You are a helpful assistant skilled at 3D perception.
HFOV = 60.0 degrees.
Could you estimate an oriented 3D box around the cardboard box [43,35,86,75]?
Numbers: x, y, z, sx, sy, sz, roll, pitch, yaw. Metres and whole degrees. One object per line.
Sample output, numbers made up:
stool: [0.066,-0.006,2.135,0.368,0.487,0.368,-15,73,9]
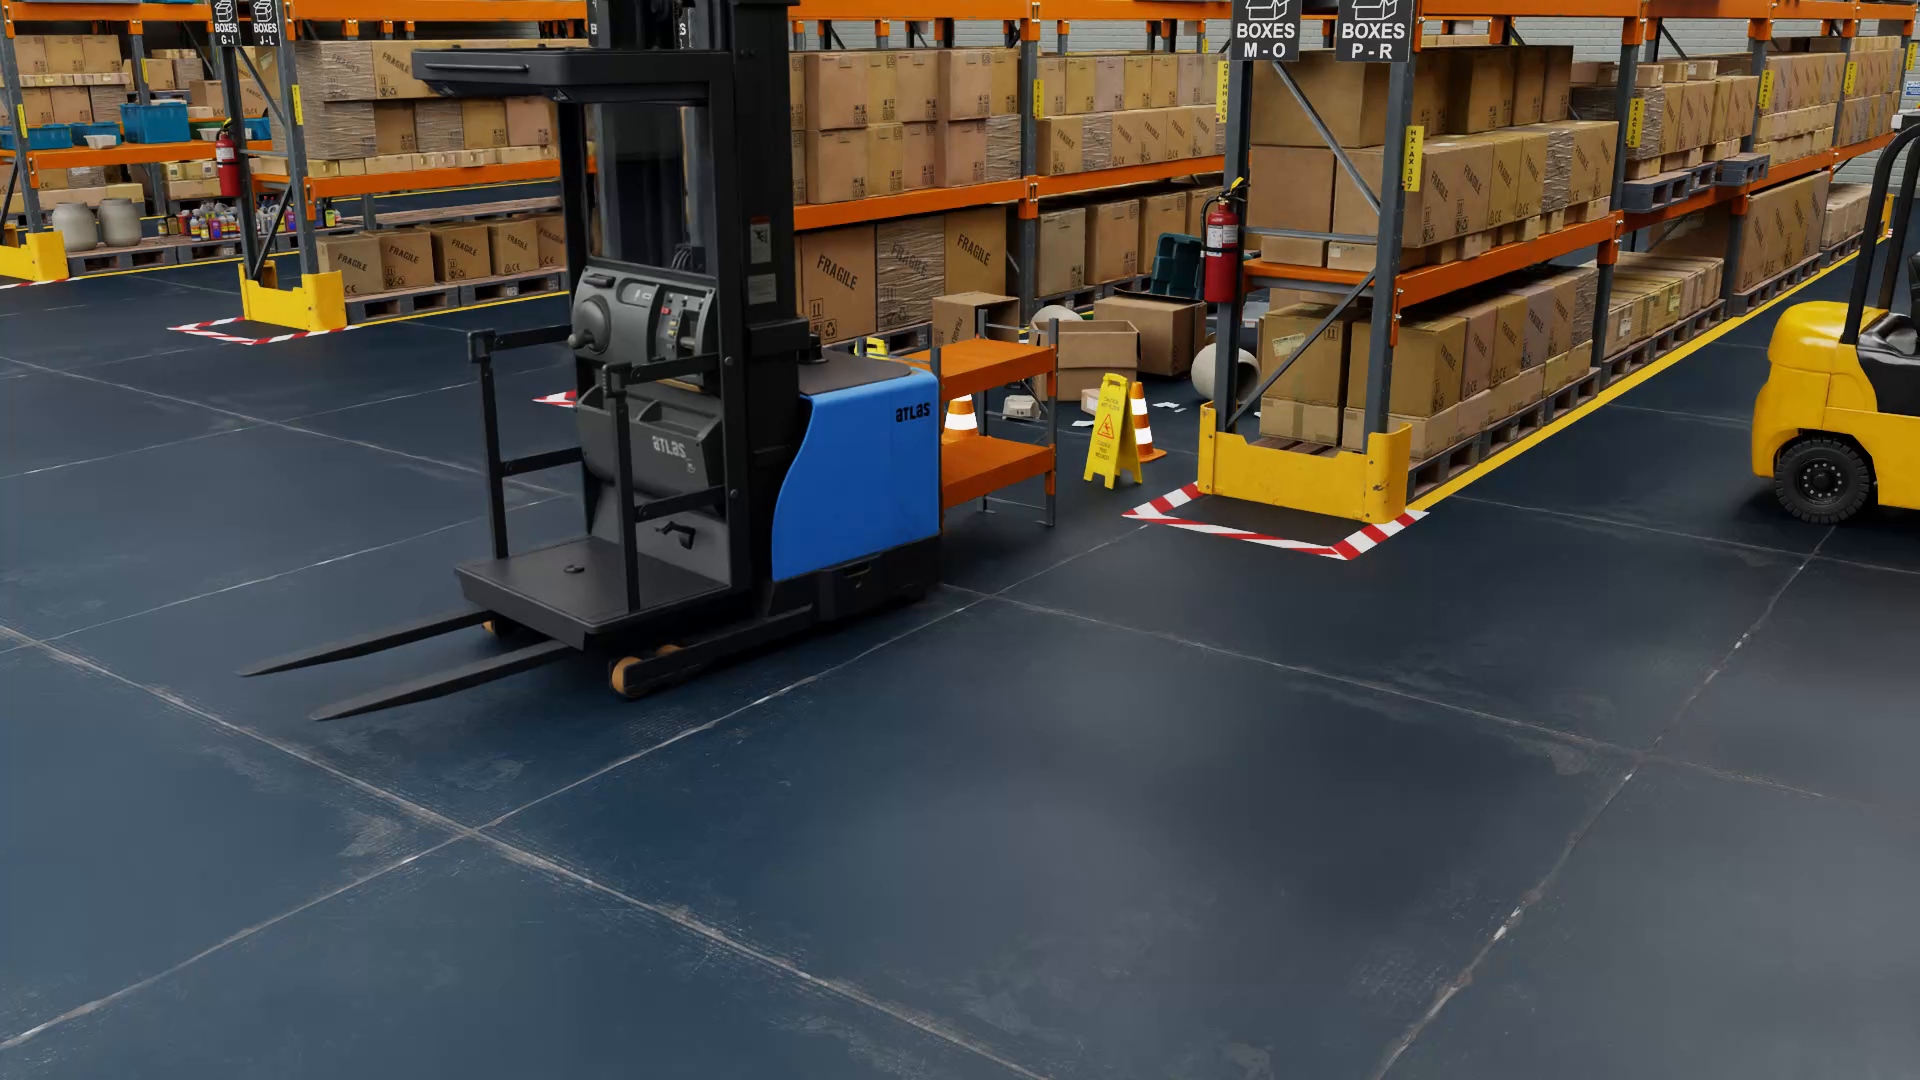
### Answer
cardboard box: [-12.208,-6.532,22.364,0.700,0.500,0.500,12,21,35]

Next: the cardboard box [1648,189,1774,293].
cardboard box: [7.125,-2.878,15.827,0.875,0.875,0.875,12,21,34]

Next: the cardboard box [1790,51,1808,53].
cardboard box: [9.090,-5.181,18.516,0.500,0.500,0.500,12,21,34]

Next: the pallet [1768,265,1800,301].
pallet: [7.905,-2.674,16.999,1.003,0.211,1.213,12,21,35]

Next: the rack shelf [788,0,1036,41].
rack shelf: [-0.964,-4.053,12.891,1.077,0.370,4.000,12,21,35]

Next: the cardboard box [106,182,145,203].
cardboard box: [-11.750,-4.830,23.169,0.500,0.250,0.500,12,21,35]

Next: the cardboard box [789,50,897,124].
cardboard box: [-0.995,-3.562,13.083,0.875,0.550,0.500,12,21,35]

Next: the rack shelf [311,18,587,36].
rack shelf: [-6.481,-6.781,21.677,1.077,0.370,4.000,12,21,35]

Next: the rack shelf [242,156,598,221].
rack shelf: [-4.887,-3.521,16.236,1.077,0.370,4.000,12,21,35]

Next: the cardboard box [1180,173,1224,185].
cardboard box: [2.808,-3.967,18.702,0.500,0.250,0.500,12,21,33]

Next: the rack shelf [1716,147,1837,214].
rack shelf: [7.839,-3.675,16.733,1.077,0.370,4.000,12,21,35]

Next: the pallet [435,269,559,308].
pallet: [-4.793,-2.551,16.602,1.003,0.211,1.213,12,21,35]

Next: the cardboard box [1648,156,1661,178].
cardboard box: [5.003,-2.804,12.430,0.380,0.149,0.250,13,21,36]

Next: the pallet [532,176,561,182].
pallet: [-7.336,-6.465,29.207,1.003,0.211,1.213,12,21,35]

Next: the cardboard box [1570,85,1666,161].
cardboard box: [4.773,-3.041,12.099,0.500,0.500,0.500,13,22,36]

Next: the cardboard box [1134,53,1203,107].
cardboard box: [2.036,-4.692,16.941,0.700,0.500,0.500,12,21,34]

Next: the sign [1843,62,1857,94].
sign: [9.472,-4.916,17.699,0.100,0.325,0.005,12,21,35]

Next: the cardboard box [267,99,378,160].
cardboard box: [-5.729,-3.704,14.943,0.875,0.500,0.500,12,21,35]

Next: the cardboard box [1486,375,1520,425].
cardboard box: [3.208,-0.920,10.576,0.500,0.250,0.500,14,22,38]

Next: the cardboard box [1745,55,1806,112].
cardboard box: [7.746,-4.382,15.942,0.500,0.500,0.500,13,22,36]

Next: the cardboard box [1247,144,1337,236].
cardboard box: [1.982,-2.004,9.470,0.500,0.500,0.500,12,21,34]

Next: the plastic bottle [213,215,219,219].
plastic bottle: [-8.841,-3.769,19.800,0.097,0.201,0.097,0,17,0]

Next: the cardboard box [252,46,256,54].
cardboard box: [-12.449,-8.667,29.628,0.500,0.250,0.500,12,21,34]

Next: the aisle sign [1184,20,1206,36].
aisle sign: [3.739,-8.404,26.366,0.394,0.787,0.004,12,21,35]

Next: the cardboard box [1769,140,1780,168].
cardboard box: [7.432,-3.668,15.750,0.500,0.250,0.500,12,21,33]

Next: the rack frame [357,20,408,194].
rack frame: [-9.265,-7.045,26.371,1.000,3.000,0.127,12,21,35]

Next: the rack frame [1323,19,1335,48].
rack frame: [4.995,-5.345,20.899,1.000,3.000,0.127,12,21,35]

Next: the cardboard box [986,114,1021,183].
cardboard box: [0.018,-3.422,14.451,0.875,0.550,0.550,12,21,35]

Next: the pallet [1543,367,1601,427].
pallet: [3.892,-1.091,11.902,1.003,0.211,1.213,12,21,35]

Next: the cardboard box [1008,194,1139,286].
cardboard box: [1.103,-2.959,16.300,1.050,0.750,0.750,12,21,35]

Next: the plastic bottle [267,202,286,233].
plastic bottle: [-8.132,-3.834,19.756,0.144,0.351,0.185,12,21,34]

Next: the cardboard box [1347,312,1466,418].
cardboard box: [2.597,-1.031,9.670,0.500,0.500,0.500,12,21,33]

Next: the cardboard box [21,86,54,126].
cardboard box: [-12.519,-5.787,22.154,0.700,0.500,0.500,13,21,35]

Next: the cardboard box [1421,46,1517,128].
cardboard box: [3.184,-2.958,10.854,0.700,0.500,0.500,12,21,33]

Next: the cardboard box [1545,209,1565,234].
cardboard box: [3.714,-2.096,10.860,0.380,0.149,0.250,12,21,34]

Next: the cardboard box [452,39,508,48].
cardboard box: [-4.639,-4.495,15.806,0.500,0.500,0.500,12,21,35]

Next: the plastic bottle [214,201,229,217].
plastic bottle: [-8.853,-3.896,19.955,0.144,0.351,0.185,12,21,34]

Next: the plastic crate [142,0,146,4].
plastic crate: [-9.162,-6.195,18.605,0.392,0.384,0.575,12,21,35]

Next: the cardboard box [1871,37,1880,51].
cardboard box: [10.349,-5.719,19.152,0.380,0.149,0.250,12,21,35]

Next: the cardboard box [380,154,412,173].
cardboard box: [-5.260,-3.470,15.283,0.380,0.149,0.250,12,21,35]

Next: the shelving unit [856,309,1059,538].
shelving unit: [0.004,-0.539,8.582,0.538,1.125,1.048,12,21,35]

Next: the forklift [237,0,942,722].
forklift: [-1.475,-0.933,6.807,1.130,2.935,3.031,16,24,42]

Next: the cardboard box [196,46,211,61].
cardboard box: [-13.184,-8.630,29.509,0.500,0.250,0.500,13,22,36]

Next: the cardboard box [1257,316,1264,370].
cardboard box: [2.532,-1.382,12.347,0.500,0.500,0.500,-4,18,-13]

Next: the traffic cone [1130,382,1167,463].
traffic cone: [1.100,-0.755,10.396,0.336,0.463,0.334,12,21,35]

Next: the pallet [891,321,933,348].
pallet: [-0.288,-1.941,14.638,1.003,0.211,1.213,12,21,35]

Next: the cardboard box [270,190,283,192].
cardboard box: [-10.294,-5.398,24.997,0.500,0.250,0.500,13,21,36]

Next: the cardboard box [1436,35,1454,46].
cardboard box: [6.081,-6.318,21.674,0.500,0.500,0.500,13,21,36]

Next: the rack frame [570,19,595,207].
rack frame: [-3.695,-4.341,17.663,1.000,3.000,0.127,12,21,35]
